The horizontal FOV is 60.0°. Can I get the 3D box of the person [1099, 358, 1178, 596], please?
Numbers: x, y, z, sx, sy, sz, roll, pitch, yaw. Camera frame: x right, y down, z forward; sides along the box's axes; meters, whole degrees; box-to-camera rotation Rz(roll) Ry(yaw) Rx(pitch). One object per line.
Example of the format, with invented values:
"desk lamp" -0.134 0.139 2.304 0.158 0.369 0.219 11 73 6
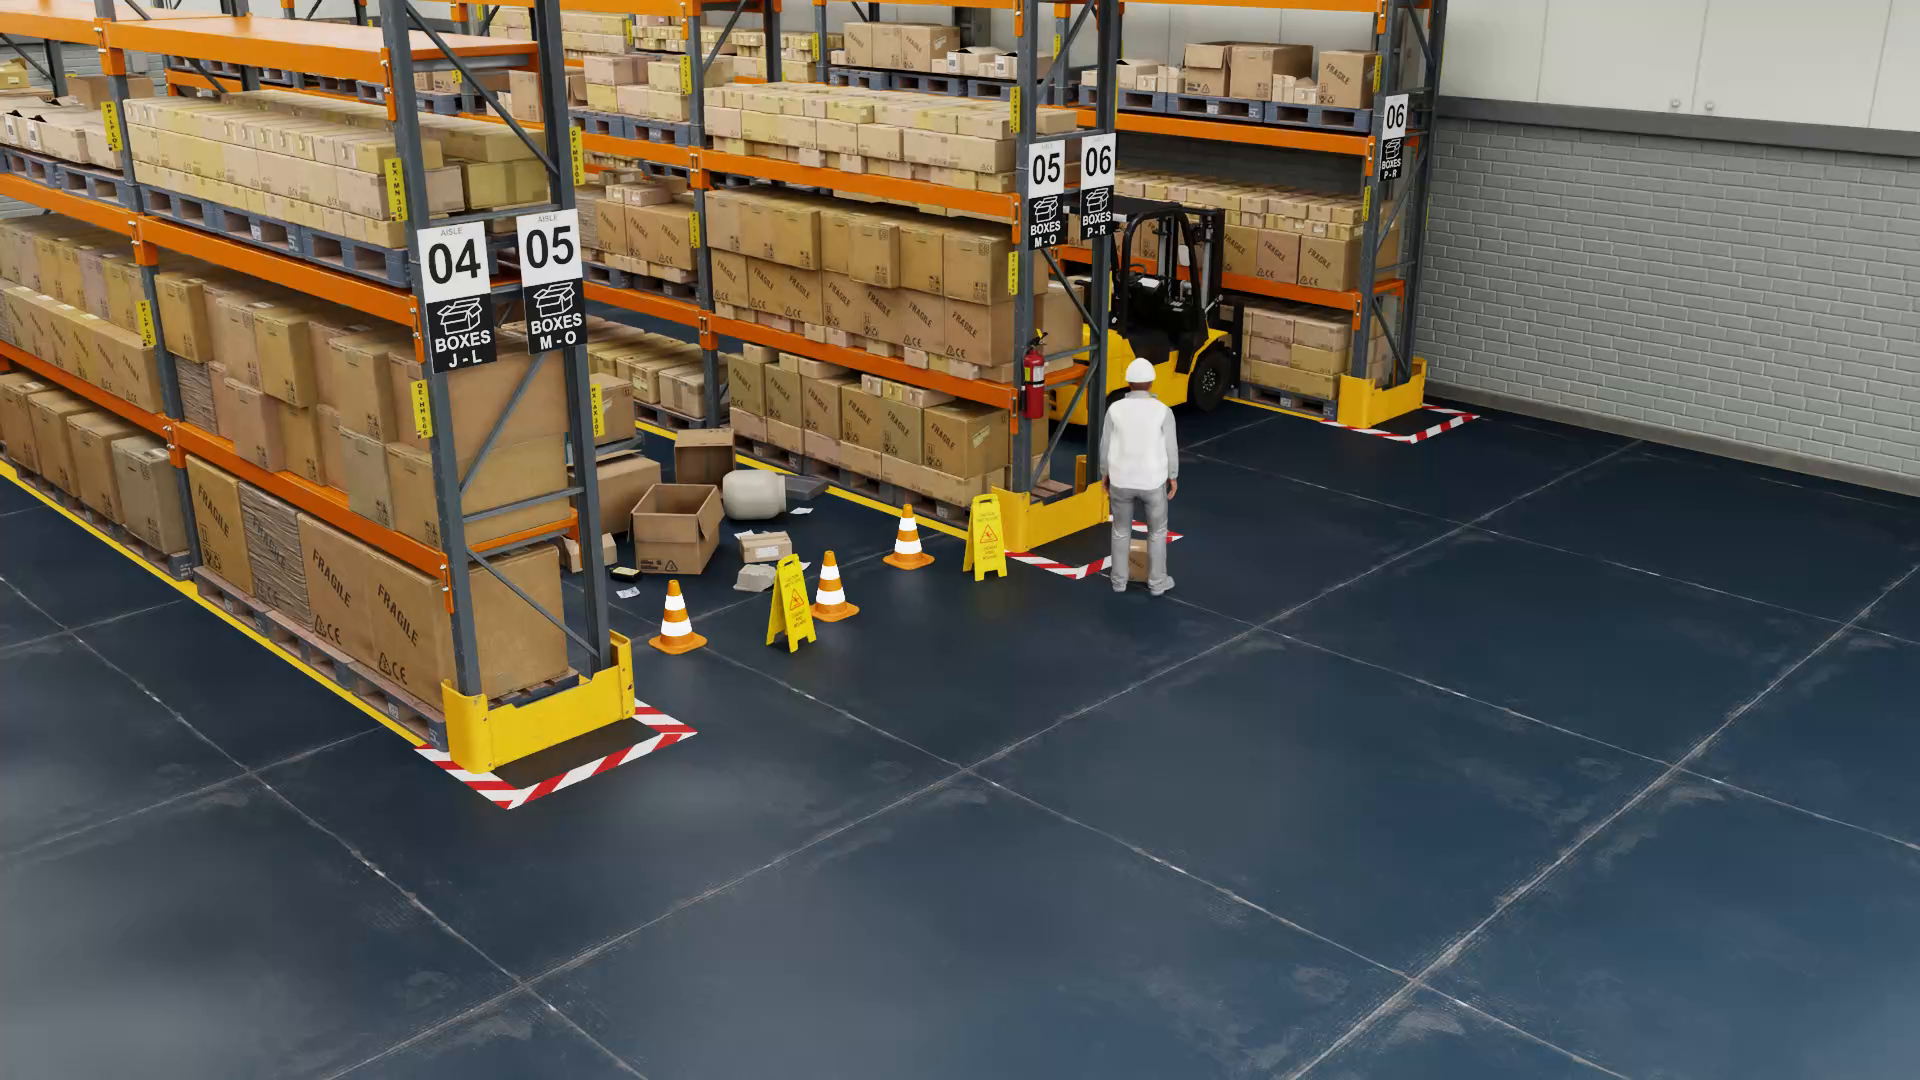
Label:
"person" 1.320 -0.462 12.282 0.583 1.769 0.465 5 21 13
